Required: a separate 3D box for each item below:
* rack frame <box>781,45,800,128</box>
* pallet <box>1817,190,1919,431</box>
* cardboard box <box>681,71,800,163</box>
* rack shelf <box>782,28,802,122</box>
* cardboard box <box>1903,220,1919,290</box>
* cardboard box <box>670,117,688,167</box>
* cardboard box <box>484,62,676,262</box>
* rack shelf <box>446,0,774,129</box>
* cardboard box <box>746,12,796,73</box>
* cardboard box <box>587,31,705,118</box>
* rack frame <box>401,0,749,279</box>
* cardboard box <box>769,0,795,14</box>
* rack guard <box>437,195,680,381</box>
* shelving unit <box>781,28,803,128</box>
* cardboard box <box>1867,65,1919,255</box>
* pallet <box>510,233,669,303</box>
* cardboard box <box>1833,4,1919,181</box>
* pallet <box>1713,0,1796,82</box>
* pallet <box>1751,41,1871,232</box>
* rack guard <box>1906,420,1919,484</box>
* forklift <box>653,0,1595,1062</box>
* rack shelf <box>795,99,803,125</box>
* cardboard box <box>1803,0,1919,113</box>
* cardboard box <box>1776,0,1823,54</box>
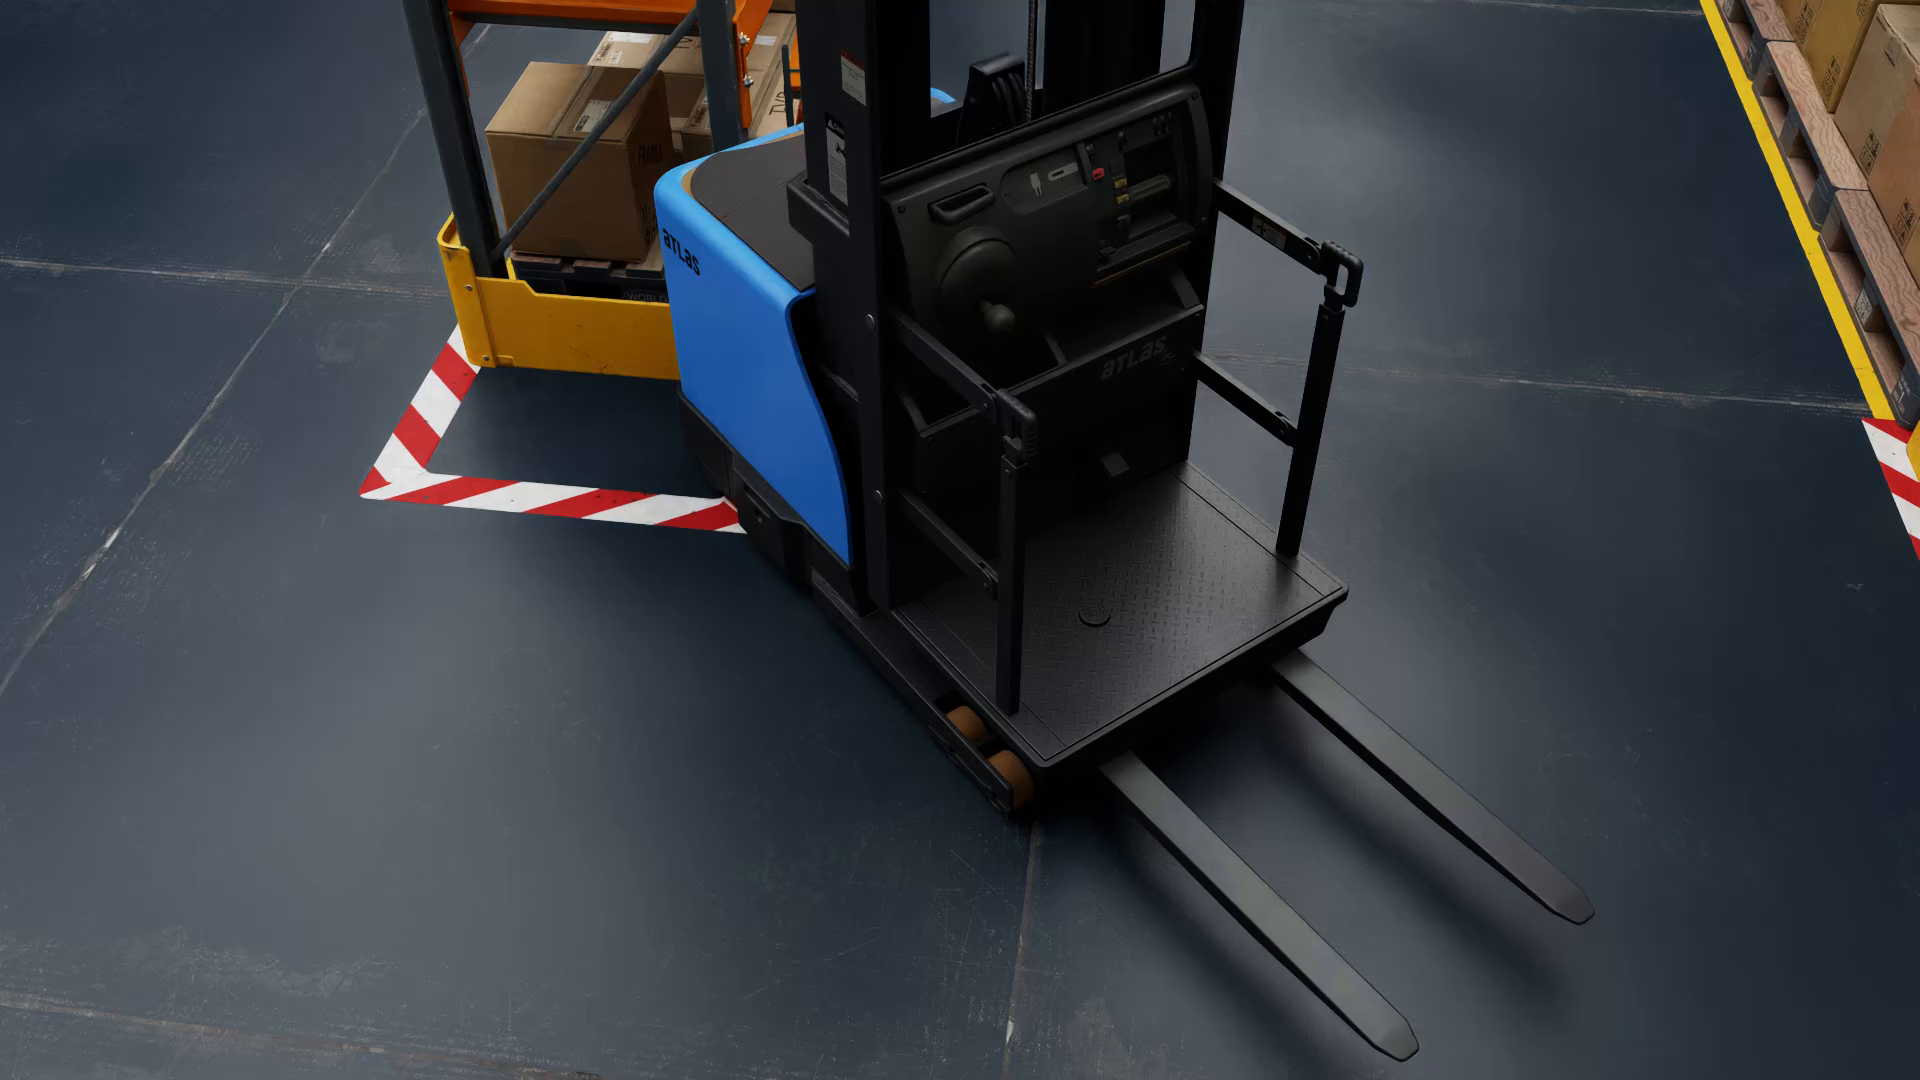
[{"bbox_3d":[-0.429,-1.081,5.519,0.240,1.200,0.015,1,43,1],"label":"rack frame"},{"bbox_3d":[3.762,-0.815,5.957,1.003,0.211,1.213,5,44,6],"label":"pallet"},{"bbox_3d":[-0.757,-1.570,6.406,0.500,0.250,0.500,5,44,6],"label":"cardboard box"},{"bbox_3d":[-0.425,-1.534,5.426,0.258,0.148,0.480,1,43,1],"label":"rack shelf"},{"bbox_3d":[3.728,-1.006,5.644,0.700,0.500,0.500,5,44,6],"label":"cardboard box"},{"bbox_3d":[-1.206,-1.515,6.409,0.380,0.166,0.250,5,44,6],"label":"cardboard box"},{"bbox_3d":[-1.349,-1.368,6.011,0.500,0.500,0.500,5,44,6],"label":"cardboard box"},{"bbox_3d":[-0.912,-2.825,6.575,1.077,0.370,4.000,5,44,6],"label":"rack shelf"},{"bbox_3d":[-0.691,-1.911,6.766,0.500,0.250,0.500,5,44,6],"label":"cardboard box"},{"bbox_3d":[-1.193,-1.922,6.778,0.500,0.250,0.500,5,44,6],"label":"cardboard box"},{"bbox_3d":[-1.176,-1.723,4.888,1.000,3.000,0.127,5,44,6],"label":"rack frame"},{"bbox_3d":[-0.891,-2.422,7.122,0.797,0.503,0.637,5,44,6],"label":"cardboard box"},{"bbox_3d":[-1.166,-0.867,5.802,1.175,0.500,0.348,5,44,6],"label":"rack guard"},{"bbox_3d":[-0.425,-1.249,5.696,0.258,1.200,0.503,1,43,1],"label":"shelving unit"},{"bbox_3d":[3.794,-1.347,6.004,0.700,0.500,0.500,5,44,5],"label":"cardboard box"},{"bbox_3d":[-1.062,-1.306,6.476,1.003,0.211,1.213,5,44,6],"label":"pallet"},{"bbox_3d":[3.860,-1.690,6.366,0.700,0.500,0.500,4,44,4],"label":"cardboard box"},{"bbox_3d":[4.085,-2.478,7.713,1.003,0.211,1.213,5,44,6],"label":"pallet"},{"bbox_3d":[3.926,-1.644,6.833,1.003,0.211,1.213,5,44,6],"label":"pallet"},{"bbox_3d":[3.731,-0.351,5.258,1.175,0.500,0.348,5,44,6],"label":"rack guard"},{"bbox_3d":[0.365,-0.718,3.876,1.130,2.935,3.031,-27,49,-25],"label":"forklift"},{"bbox_3d":[-0.425,-1.362,5.589,0.258,0.148,0.480,1,43,1],"label":"rack shelf"},{"bbox_3d":[3.923,-2.054,6.751,0.700,0.500,0.500,6,44,6],"label":"cardboard box"},{"bbox_3d":[3.993,-2.404,7.120,0.700,0.500,0.500,5,44,5],"label":"cardboard box"}]
